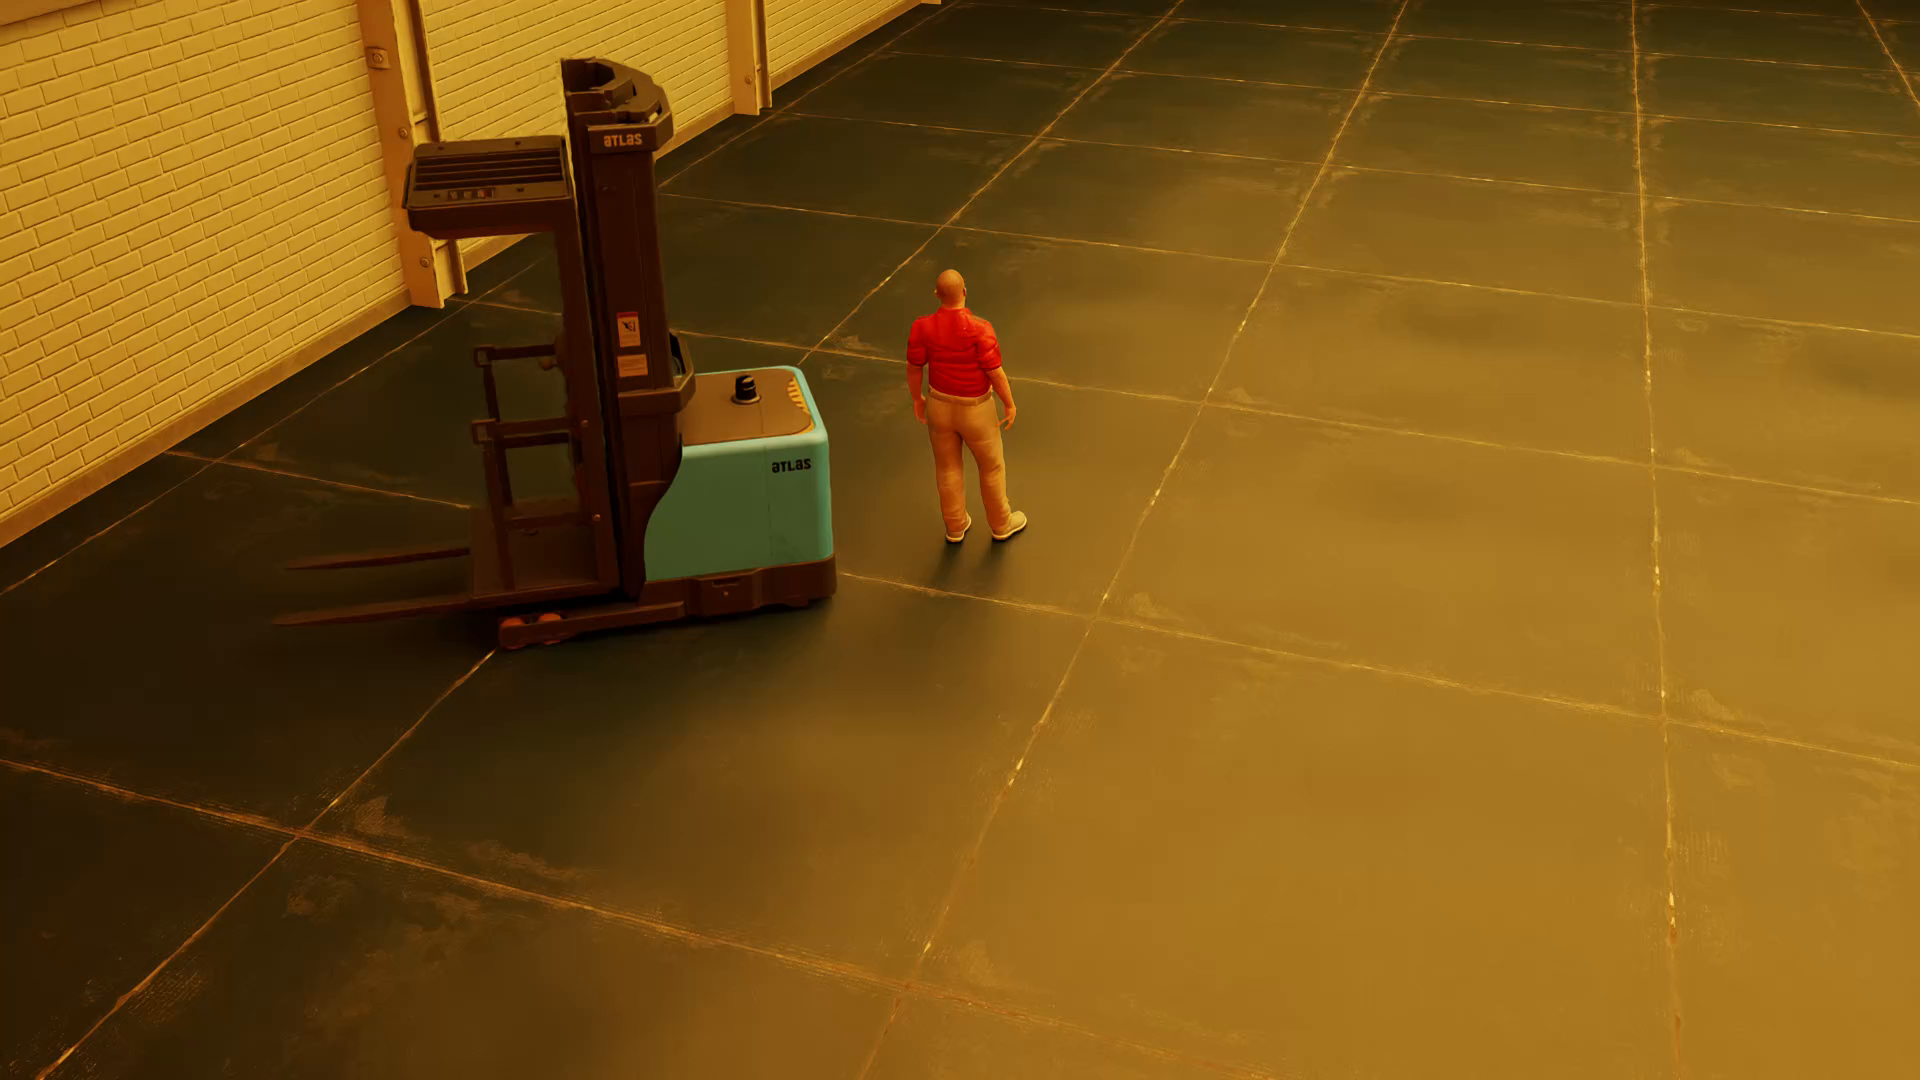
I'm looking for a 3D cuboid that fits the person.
[{"bbox_3d":[0.040,-0.798,9.735,0.641,1.728,0.550,10,31,16],"label":"person"}]

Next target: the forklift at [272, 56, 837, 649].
[{"bbox_3d":[-2.274,-0.968,8.835,3.031,2.935,1.130,-7,30,-12],"label":"forklift"}]
